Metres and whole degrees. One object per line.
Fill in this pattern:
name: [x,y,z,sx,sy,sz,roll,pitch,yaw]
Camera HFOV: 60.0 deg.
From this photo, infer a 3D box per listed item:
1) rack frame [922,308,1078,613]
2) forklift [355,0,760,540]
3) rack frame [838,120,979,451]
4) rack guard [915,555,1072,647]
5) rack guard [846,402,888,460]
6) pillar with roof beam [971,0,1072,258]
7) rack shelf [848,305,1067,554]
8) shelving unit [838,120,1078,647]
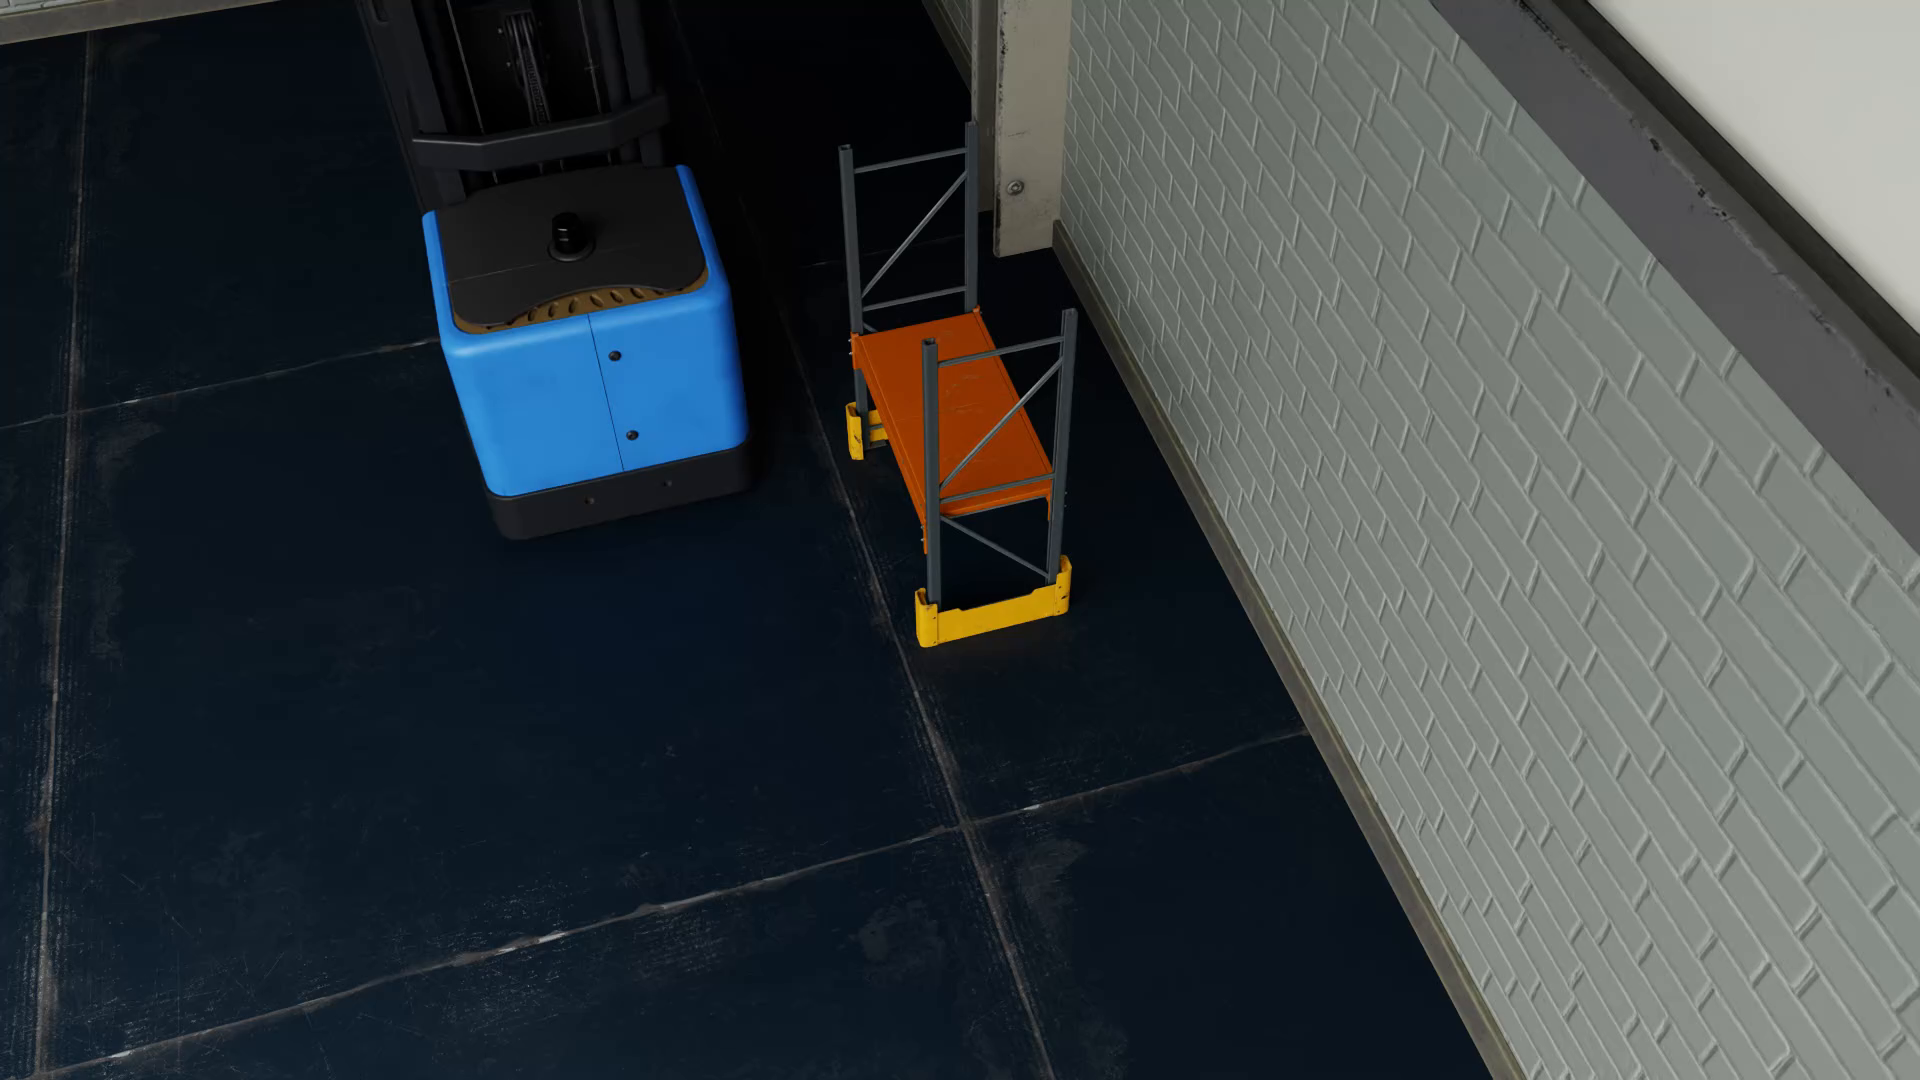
rack frame: [0.125,-0.174,5.706,0.500,1.500,0.032,-13,51,-11]
forklift: [-1.726,-2.101,6.394,1.130,2.935,3.031,-13,51,-11]
rack frame: [-0.176,-0.917,6.332,0.500,1.500,0.032,-13,51,-11]
rack guard: [0.125,0.227,6.184,0.587,0.250,0.087,-13,51,-11]
rack guard: [-0.170,-0.500,6.798,0.587,0.250,0.087,-13,51,-11]
pillar with roof beam: [-3.858,-3.402,3.522,9.100,9.000,0.400,-13,51,-11]
rack shelf: [-0.025,-0.430,6.156,0.538,0.185,1.000,-13,51,-11]
shelving unit: [-0.023,-0.539,6.013,0.587,1.500,1.083,-13,51,-11]
